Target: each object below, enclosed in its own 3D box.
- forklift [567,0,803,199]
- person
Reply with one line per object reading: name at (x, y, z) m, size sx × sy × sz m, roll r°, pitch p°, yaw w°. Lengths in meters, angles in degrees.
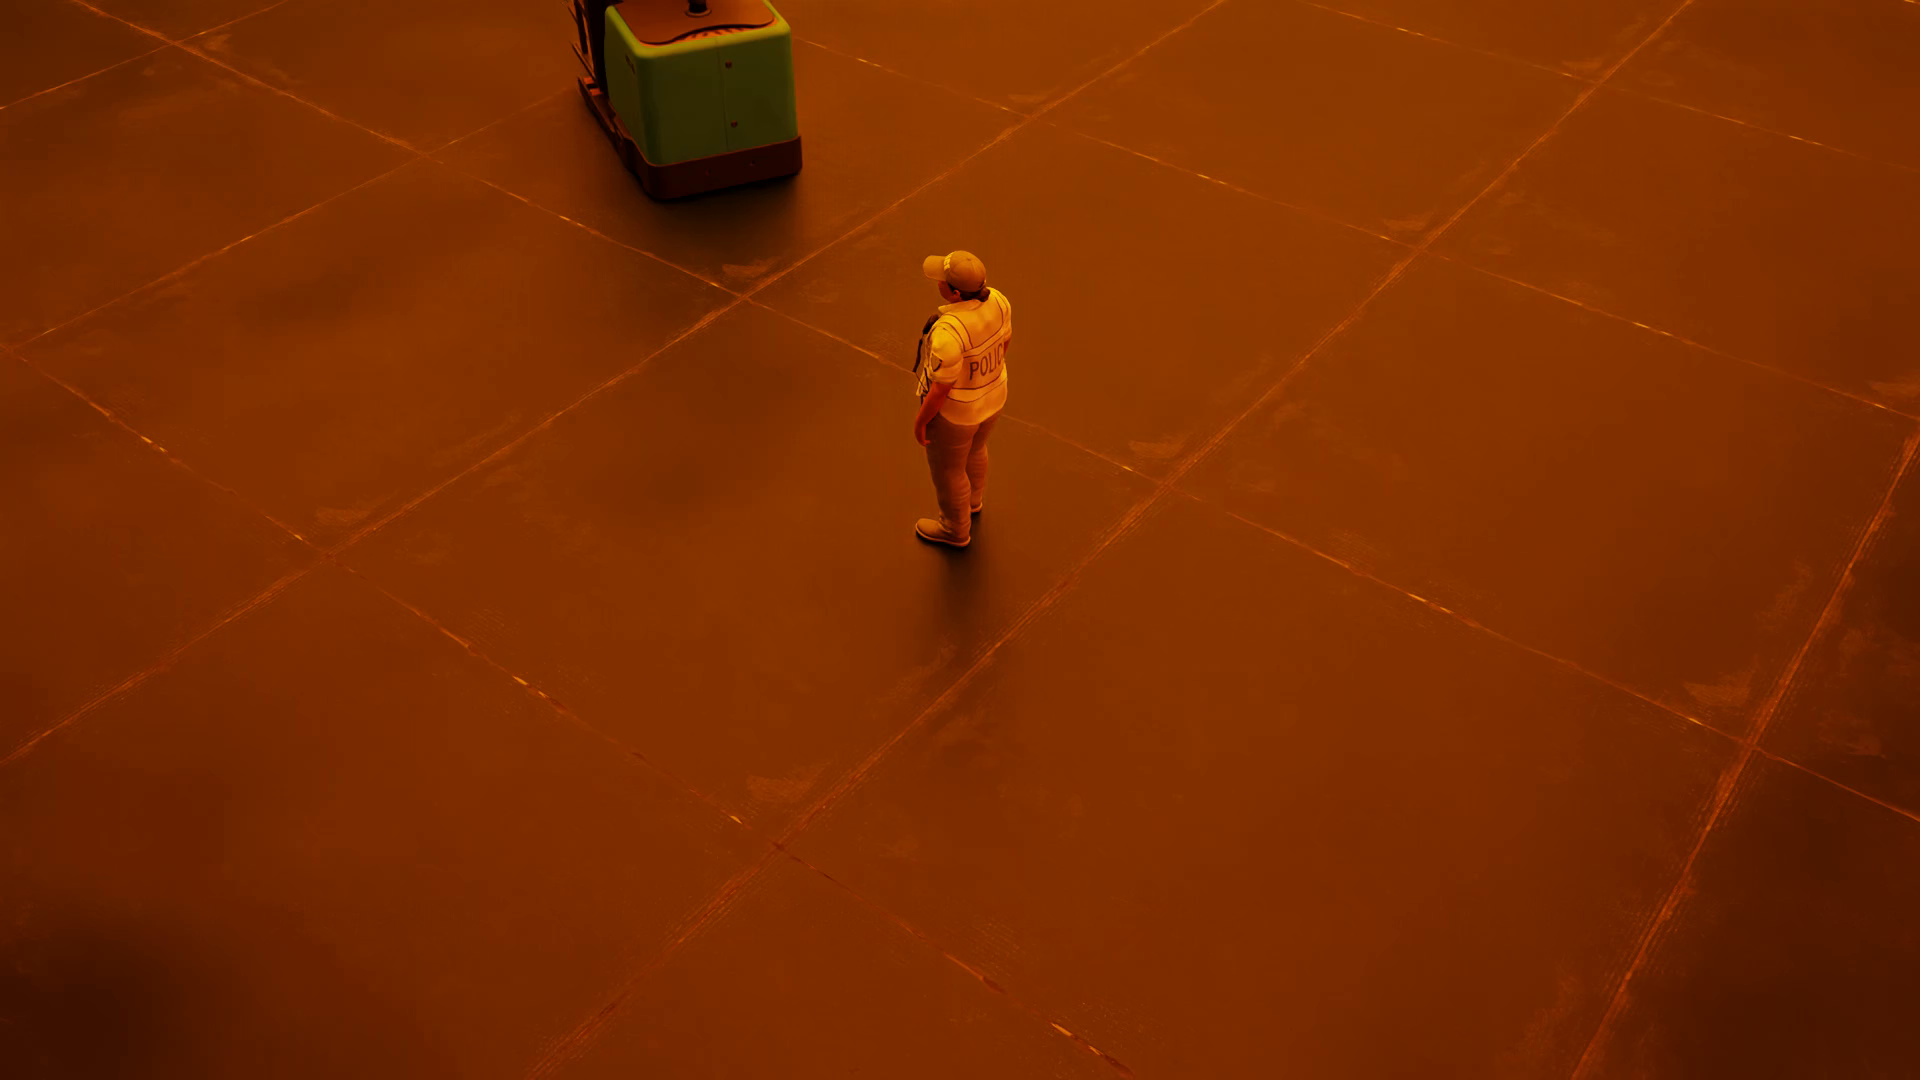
forklift at (-2.114, -4.290, 11.106) m, size 1.130 × 2.935 × 3.031 m, roll -16°, pitch 43°, yaw -18°
person at (-0.047, -0.682, 7.838) m, size 0.529 × 1.670 × 0.598 m, roll 26°, pitch 47°, yaw 28°
